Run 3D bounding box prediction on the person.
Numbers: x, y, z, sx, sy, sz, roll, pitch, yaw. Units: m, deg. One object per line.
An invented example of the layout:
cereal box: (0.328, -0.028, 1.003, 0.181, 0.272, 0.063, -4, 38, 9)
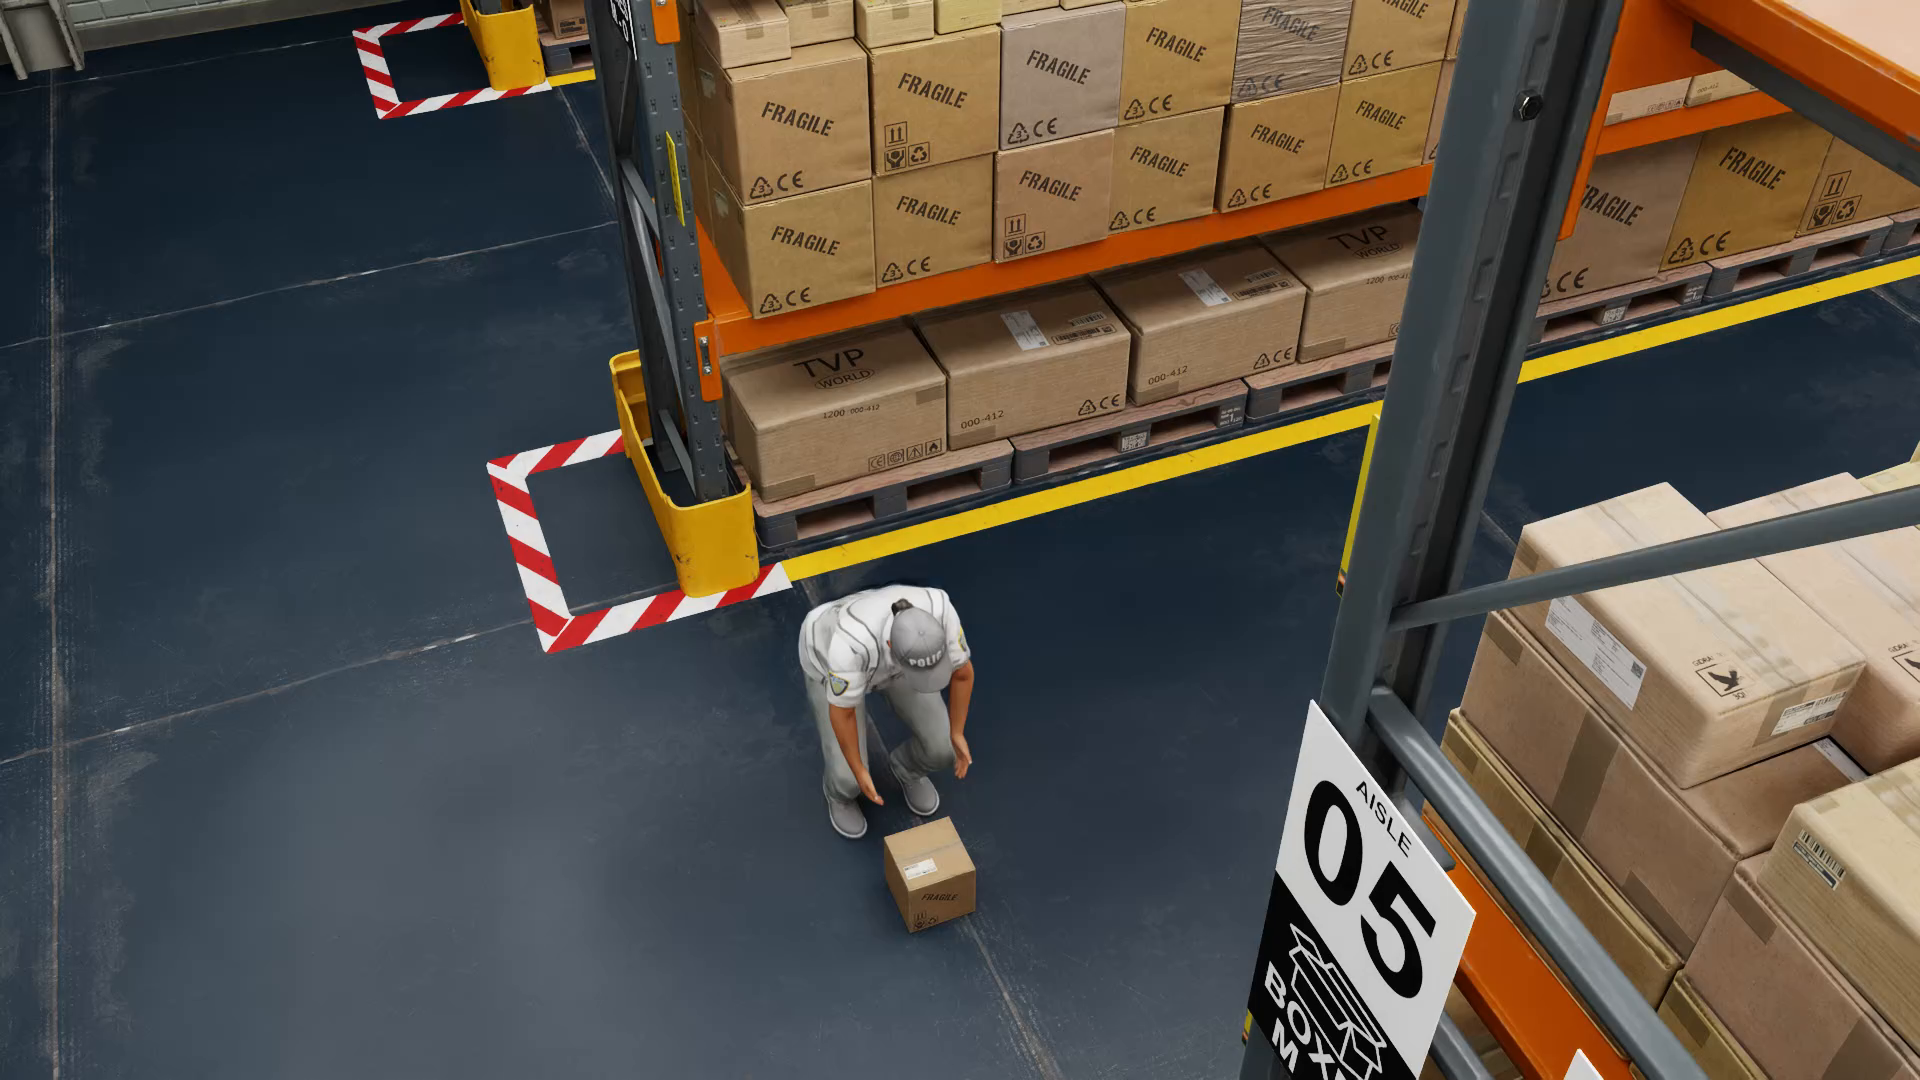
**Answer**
person: (-0.246, 0.550, 5.852, 0.540, 1.265, 0.786, -15, 44, -16)
